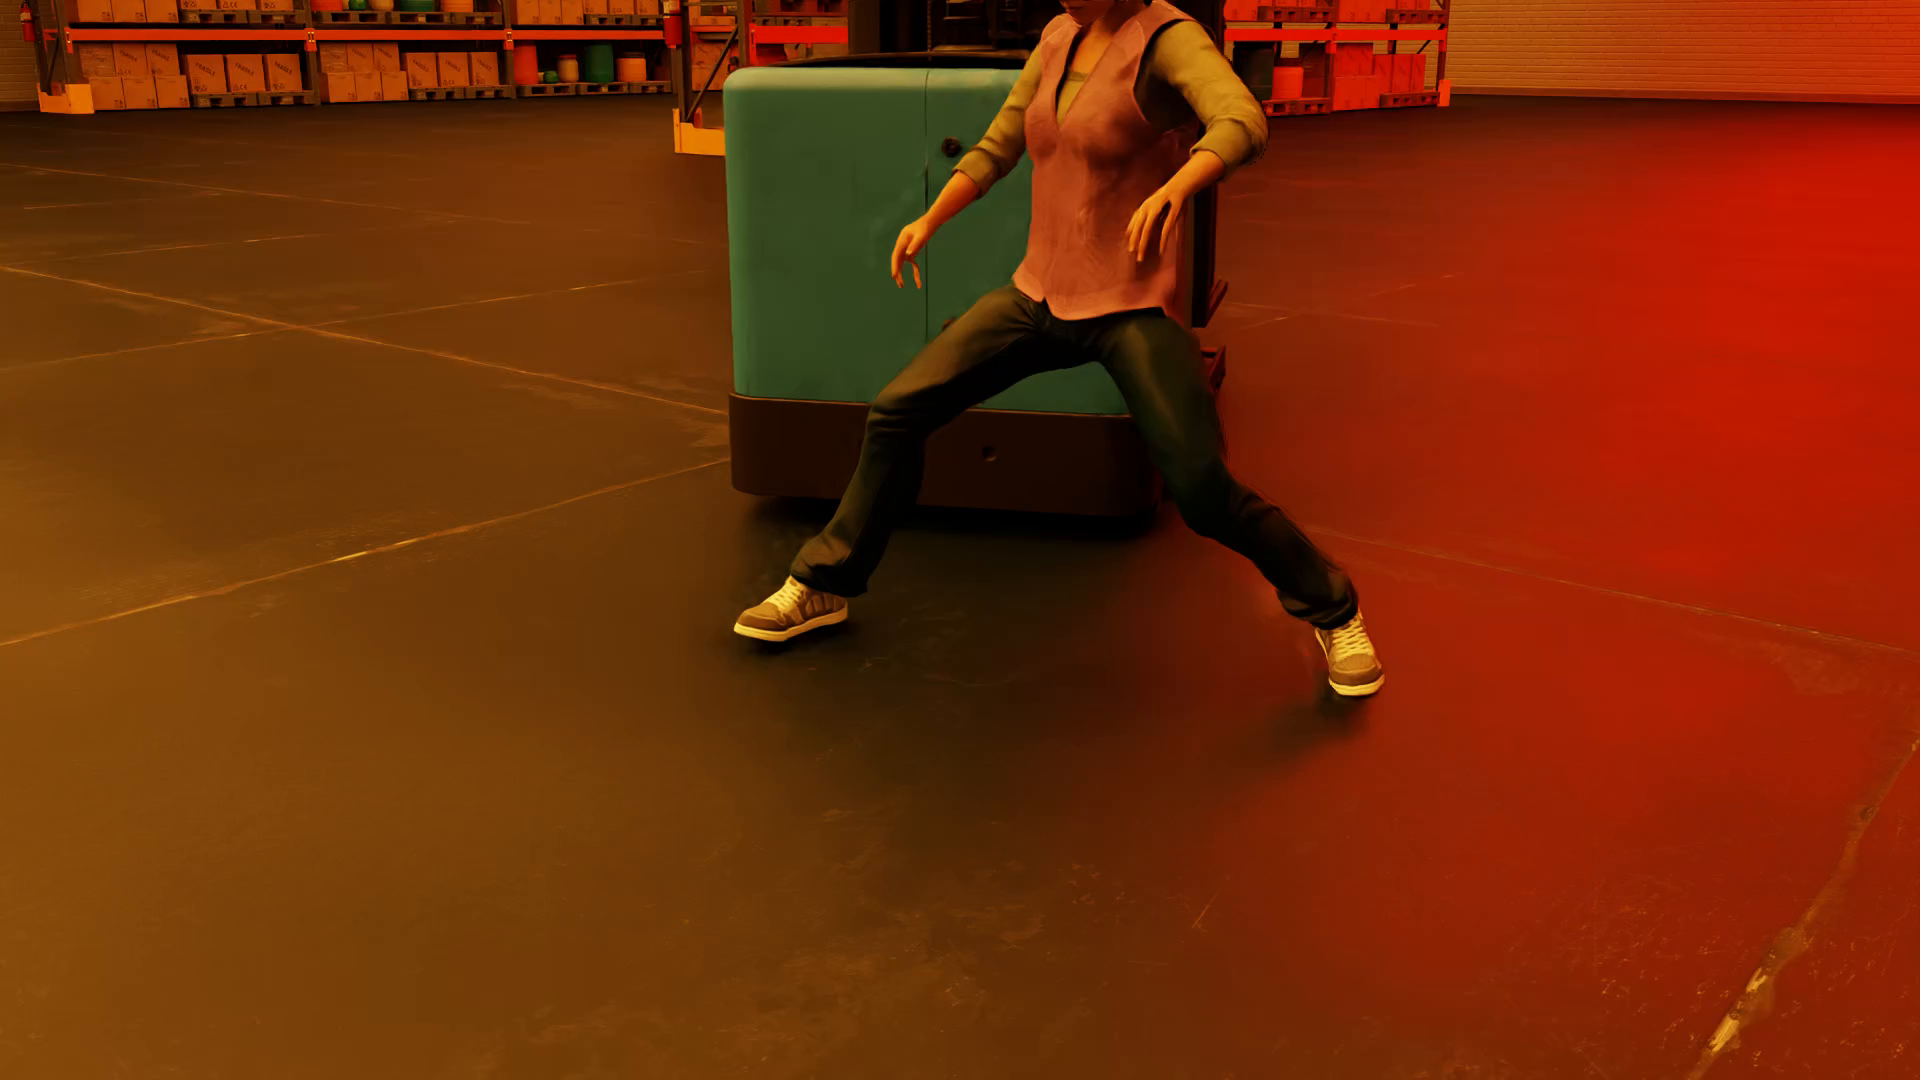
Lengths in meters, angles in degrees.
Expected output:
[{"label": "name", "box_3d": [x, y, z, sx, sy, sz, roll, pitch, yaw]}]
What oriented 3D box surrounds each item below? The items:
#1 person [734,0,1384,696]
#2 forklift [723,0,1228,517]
[{"label": "person", "box_3d": [0.198, -0.438, 2.979, 0.908, 1.426, 0.997, -14, 22, -39]}, {"label": "forklift", "box_3d": [0.268, -1.843, 4.967, 1.130, 2.935, 3.031, 4, 17, 13]}]
